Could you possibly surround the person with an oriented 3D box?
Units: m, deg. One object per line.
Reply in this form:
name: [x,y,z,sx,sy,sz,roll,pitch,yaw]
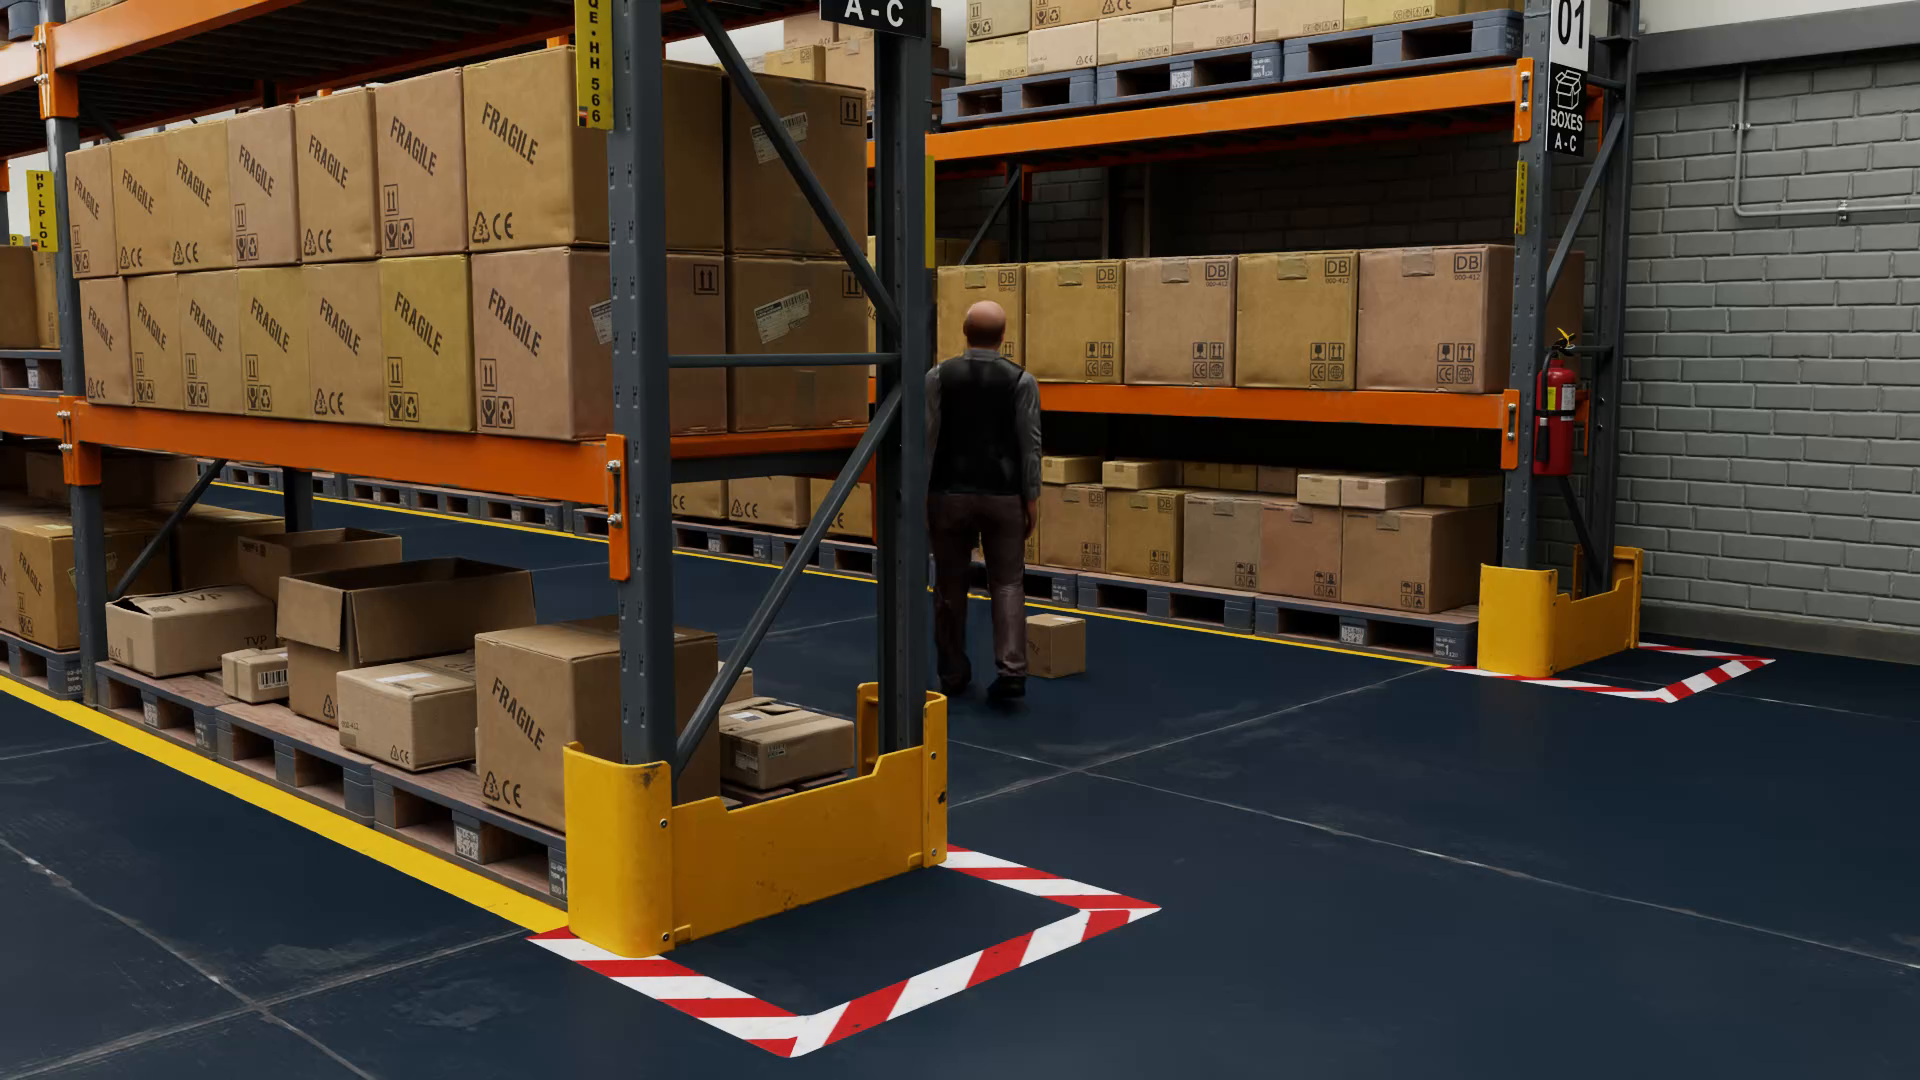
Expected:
person: [0.074,-0.161,7.195,0.558,1.716,0.624,0,7,2]
